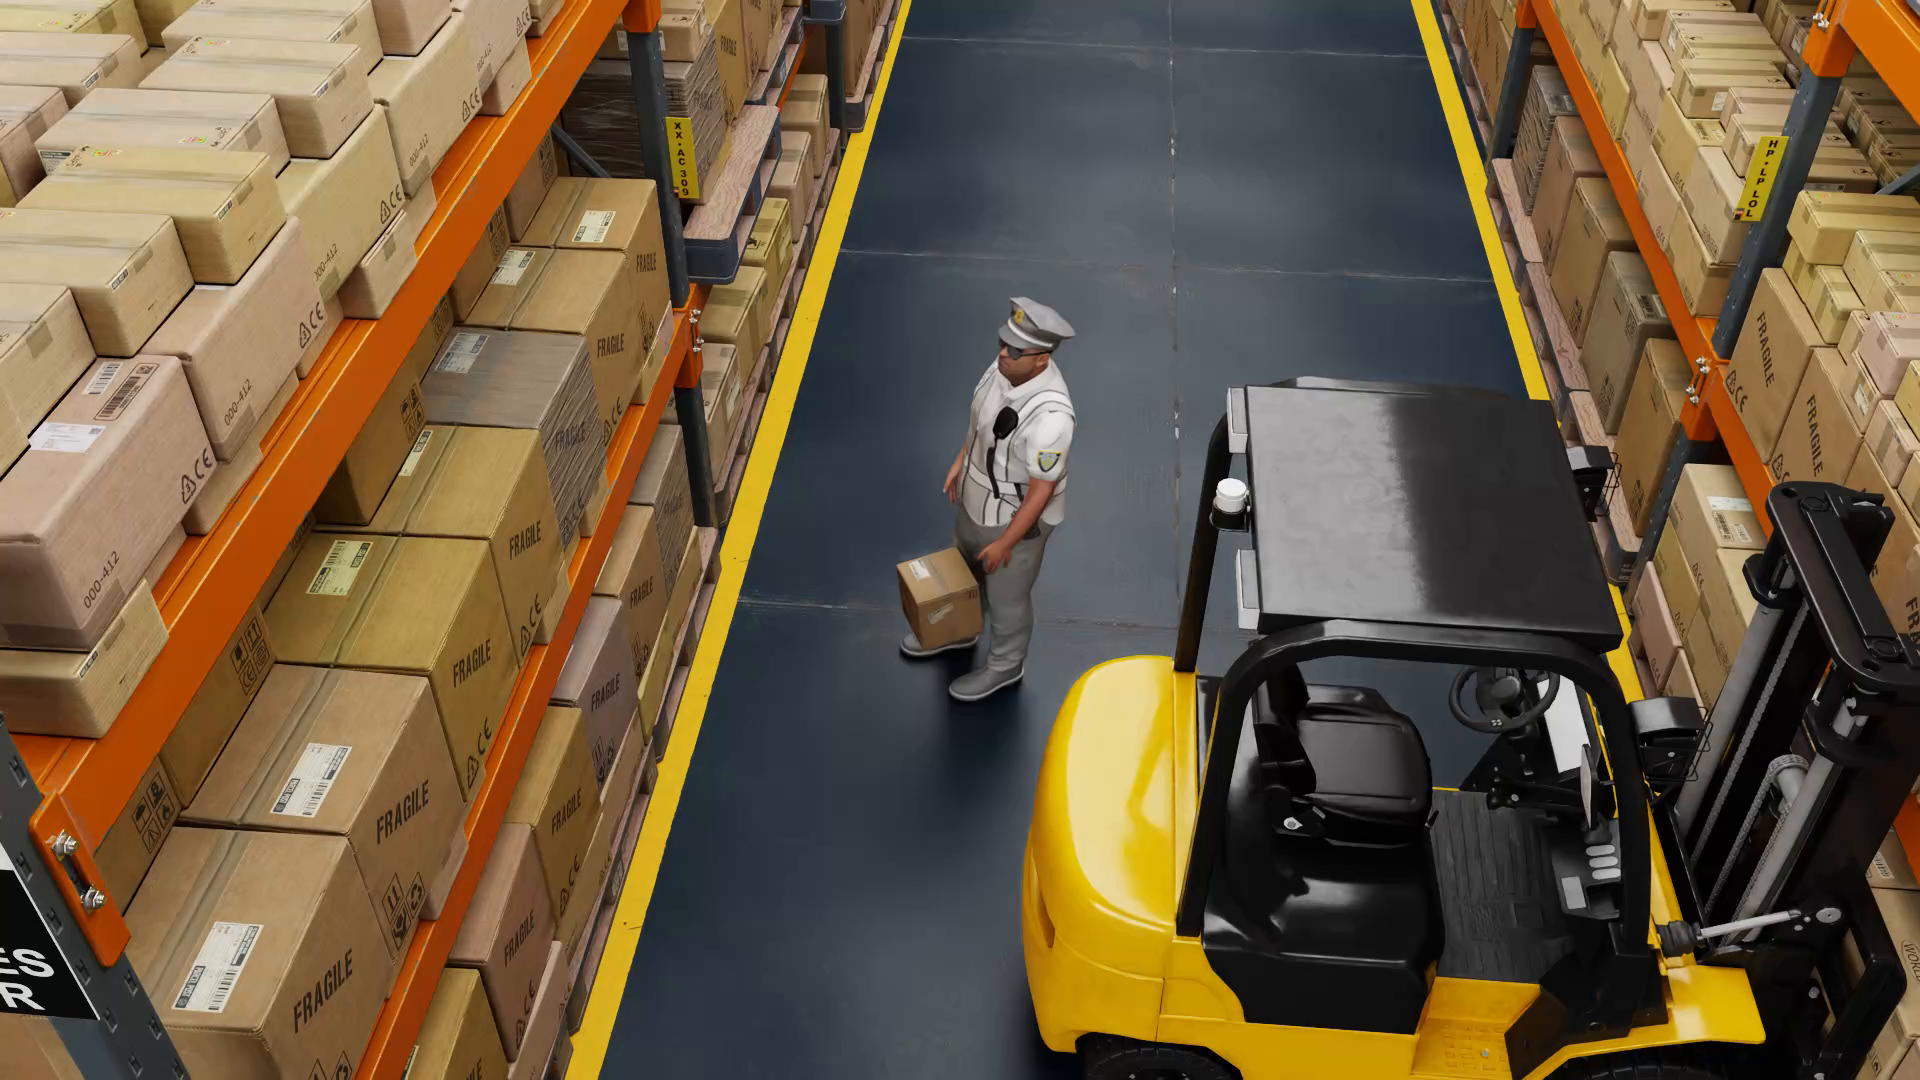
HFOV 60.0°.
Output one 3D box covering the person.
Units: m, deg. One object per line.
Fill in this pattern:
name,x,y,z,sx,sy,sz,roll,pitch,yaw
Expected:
person,0.103,-0.134,6.273,0.571,1.783,0.609,-13,41,-15
